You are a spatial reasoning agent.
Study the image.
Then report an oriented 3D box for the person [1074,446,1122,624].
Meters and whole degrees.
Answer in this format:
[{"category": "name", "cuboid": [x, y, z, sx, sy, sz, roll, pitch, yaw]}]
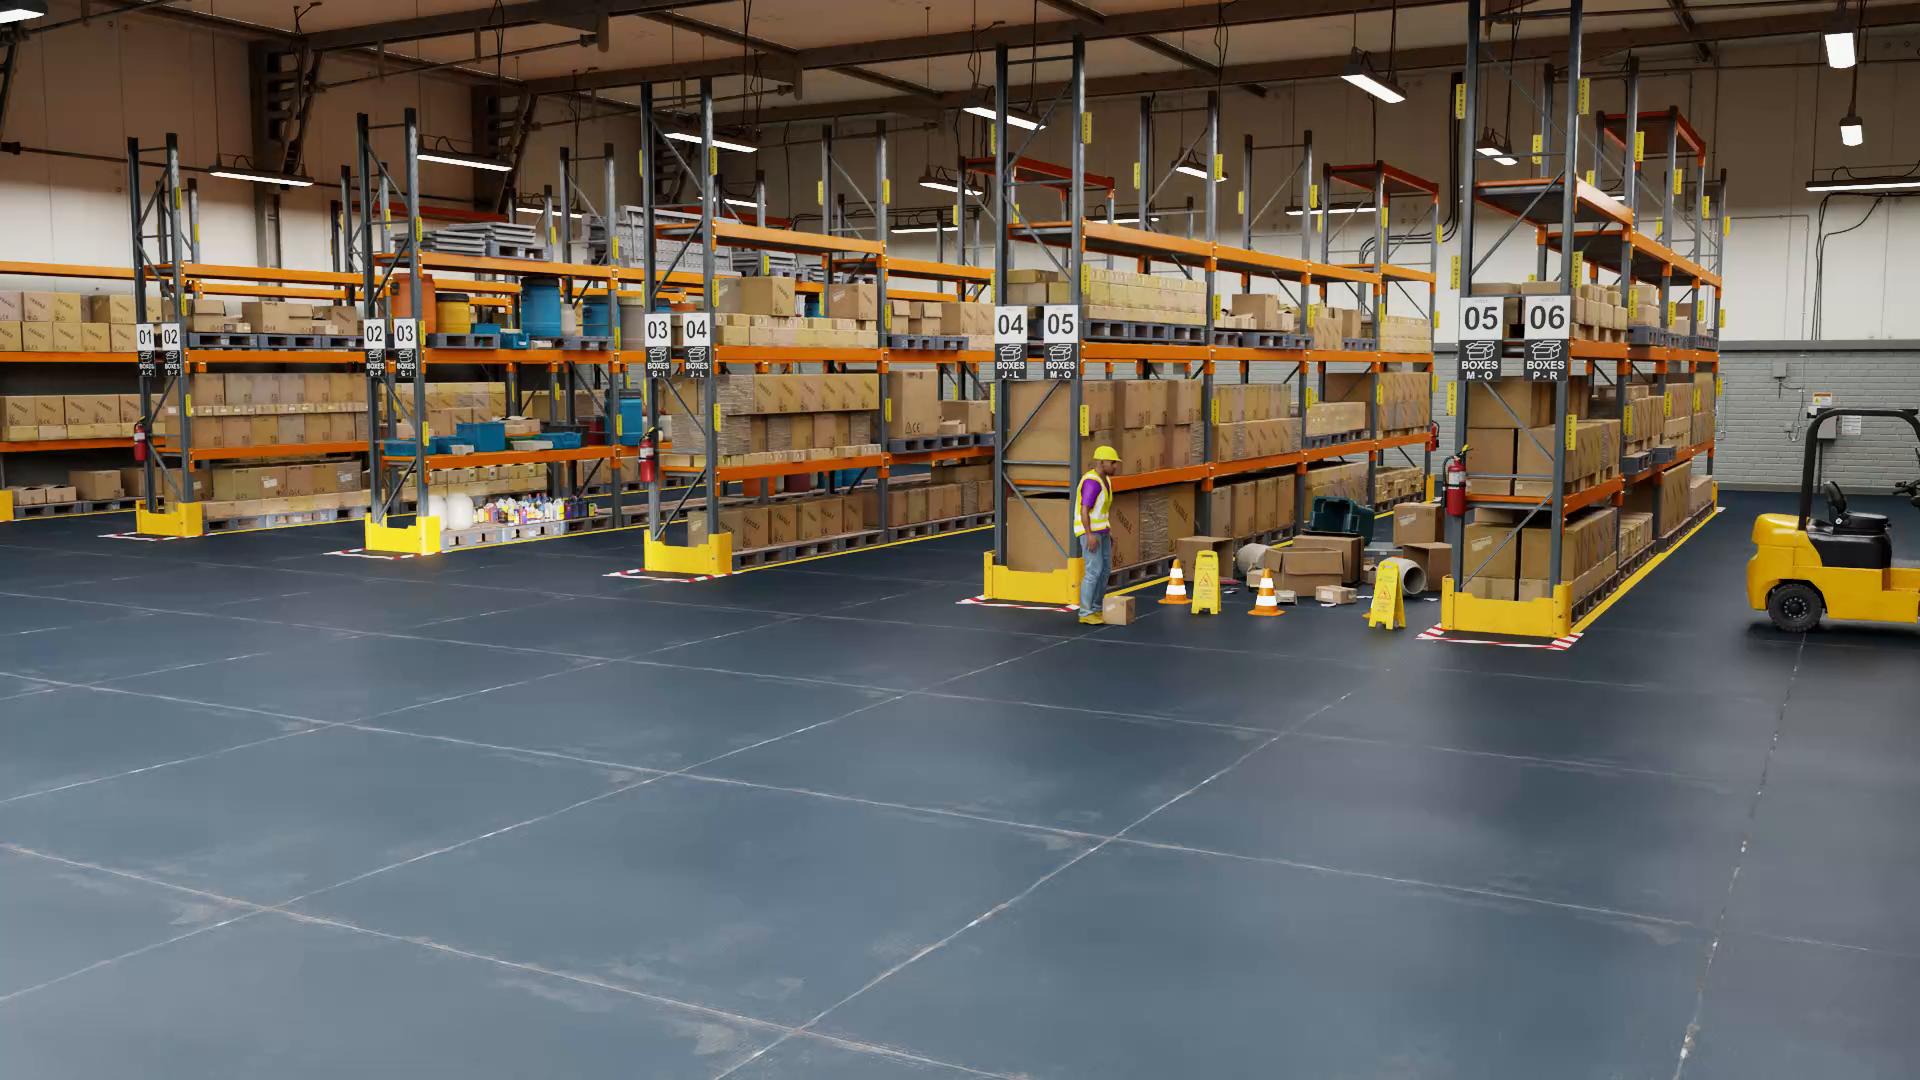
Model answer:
[{"category": "person", "cuboid": [1.385, -0.060, 16.632, 0.455, 1.760, 0.635, 3, 7, 25]}]
